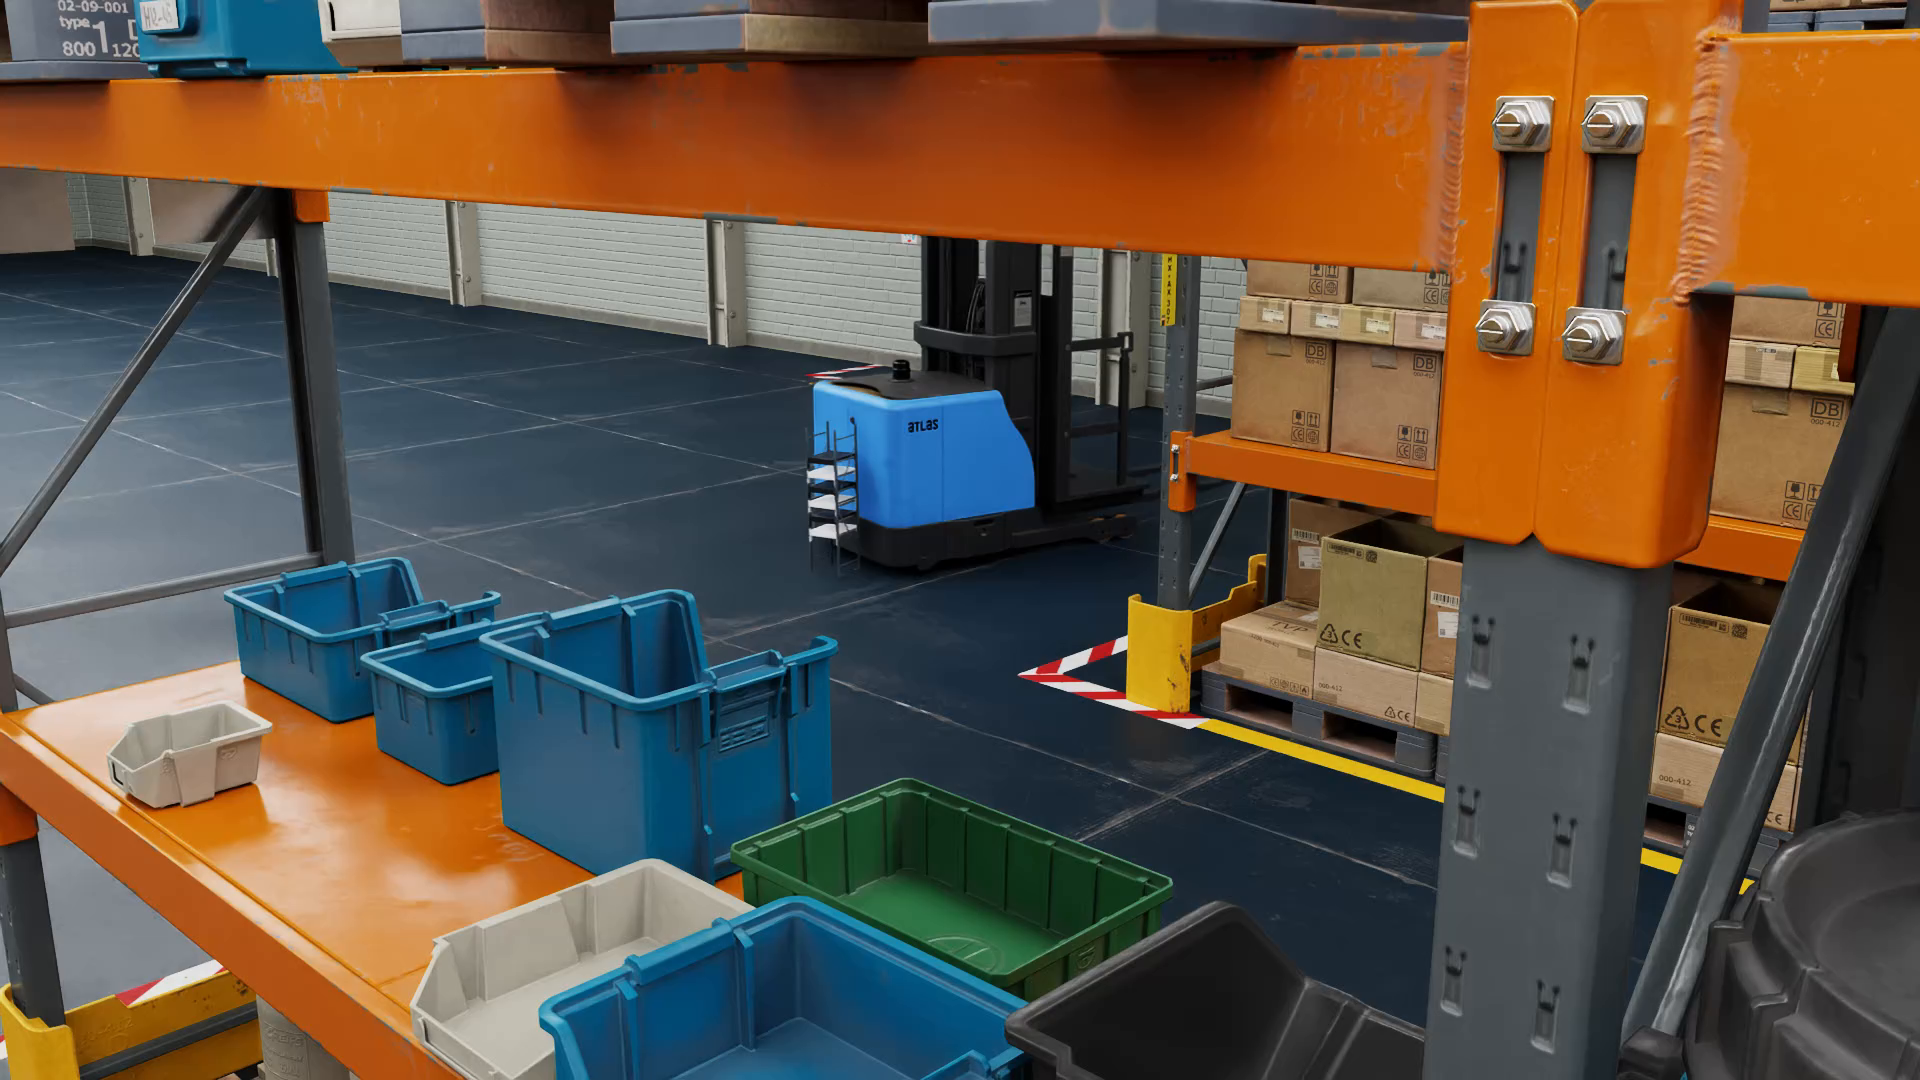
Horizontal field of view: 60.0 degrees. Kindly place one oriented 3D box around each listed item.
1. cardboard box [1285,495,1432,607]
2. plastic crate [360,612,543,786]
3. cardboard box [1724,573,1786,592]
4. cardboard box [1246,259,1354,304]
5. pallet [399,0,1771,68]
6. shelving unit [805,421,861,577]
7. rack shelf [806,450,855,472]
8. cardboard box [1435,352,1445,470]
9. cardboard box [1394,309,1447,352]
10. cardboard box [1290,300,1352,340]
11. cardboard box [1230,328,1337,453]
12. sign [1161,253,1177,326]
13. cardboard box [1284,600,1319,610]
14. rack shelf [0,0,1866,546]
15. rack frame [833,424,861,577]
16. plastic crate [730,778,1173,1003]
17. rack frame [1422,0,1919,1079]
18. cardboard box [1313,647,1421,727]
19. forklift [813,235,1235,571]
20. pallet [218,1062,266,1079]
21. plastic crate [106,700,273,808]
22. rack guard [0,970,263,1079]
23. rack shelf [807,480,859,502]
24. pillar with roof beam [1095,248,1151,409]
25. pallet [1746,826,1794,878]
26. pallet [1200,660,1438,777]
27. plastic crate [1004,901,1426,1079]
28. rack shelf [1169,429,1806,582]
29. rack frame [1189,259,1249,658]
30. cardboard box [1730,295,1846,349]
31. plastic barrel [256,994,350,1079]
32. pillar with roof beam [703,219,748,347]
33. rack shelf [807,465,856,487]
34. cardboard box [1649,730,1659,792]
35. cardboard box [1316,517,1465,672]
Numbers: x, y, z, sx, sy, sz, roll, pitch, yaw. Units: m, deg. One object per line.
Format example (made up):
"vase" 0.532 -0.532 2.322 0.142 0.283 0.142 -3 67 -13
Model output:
"cardboard box" 1.912 0.043 7.950 0.500 0.500 0.500 14 20 42
"plastic crate" -1.090 0.357 3.906 0.408 0.251 0.499 14 20 42
"cardboard box" 3.362 0.391 6.617 0.500 0.500 0.500 14 20 42
"cardboard box" 1.685 -1.344 7.369 0.500 0.500 0.700 14 20 42
"pallet" 0.171 -0.631 1.831 1.003 0.211 1.213 14 20 42
"shelving unit" -0.769 -0.250 10.101 0.210 0.900 0.258 8 16 30
"rack shelf" -0.772 -0.479 10.043 0.200 0.077 0.258 8 16 30
"cardboard box" 2.381 -0.546 6.881 0.500 0.500 0.700 14 20 43
"cardboard box" 2.003 -0.881 6.880 0.250 0.149 0.380 13 20 41
"cardboard box" 1.644 -0.970 7.220 0.250 0.149 0.380 13 19 41
"cardboard box" 1.647 -0.725 7.568 0.500 0.500 0.700 14 20 42
"sign" 0.930 -1.118 7.402 0.005 0.325 0.100 14 20 42
"cardboard box" 1.911 0.407 8.043 0.500 0.250 0.500 14 20 42
"rack shelf" -0.682 -0.616 2.824 4.000 0.370 1.077 14 20 42
"rack frame" -0.682 -0.238 10.051 0.006 0.900 0.240 8 16 30
"plastic crate" -0.023 0.651 2.904 0.662 0.188 0.450 14 20 42
"rack frame" 0.756 0.838 1.766 0.053 2.616 0.949 14 20 42
"cardboard box" 1.914 0.588 7.349 0.500 0.250 0.500 14 20 42
"forklift" 0.563 -1.496 10.862 3.031 2.935 1.130 -10 17 -33
"pallet" -1.453 1.635 4.239 1.213 0.211 1.003 14 20 42
"plastic crate" -1.701 0.480 3.663 0.250 0.136 0.298 14 20 42
"rack guard" -2.034 1.352 4.752 0.348 0.500 1.175 14 20 42
"rack shelf" -0.770 -0.305 10.087 0.200 0.077 0.258 8 16 30
"pillar with roof beam" -1.448 -4.867 11.764 0.400 9.000 9.100 14 20 42
"pallet" 3.656 1.142 6.131 1.213 0.211 1.003 14 20 42
"pallet" 1.899 0.715 7.770 1.213 0.211 1.003 14 20 42
"plastic crate" 0.470 0.753 2.217 0.504 0.338 0.767 14 20 42
"rack shelf" 2.759 -0.063 6.651 4.000 0.370 1.077 14 20 42
"rack frame" 1.322 -0.761 7.906 0.053 2.616 0.949 14 20 42
"cardboard box" 3.150 -0.990 6.009 0.500 0.500 0.700 14 20 42
"plastic barrel" -1.595 1.240 4.327 0.421 0.512 0.421 0 15 0
"pillar with roof beam" -5.767 -5.917 15.794 0.400 9.000 9.100 14 20 42
"rack shelf" -0.771 -0.392 10.065 0.200 0.077 0.258 8 16 30
"cardboard box" 2.630 0.764 6.673 0.500 0.250 0.500 14 20 42
"cardboard box" 1.912 0.225 7.253 0.500 0.500 0.500 14 20 42
